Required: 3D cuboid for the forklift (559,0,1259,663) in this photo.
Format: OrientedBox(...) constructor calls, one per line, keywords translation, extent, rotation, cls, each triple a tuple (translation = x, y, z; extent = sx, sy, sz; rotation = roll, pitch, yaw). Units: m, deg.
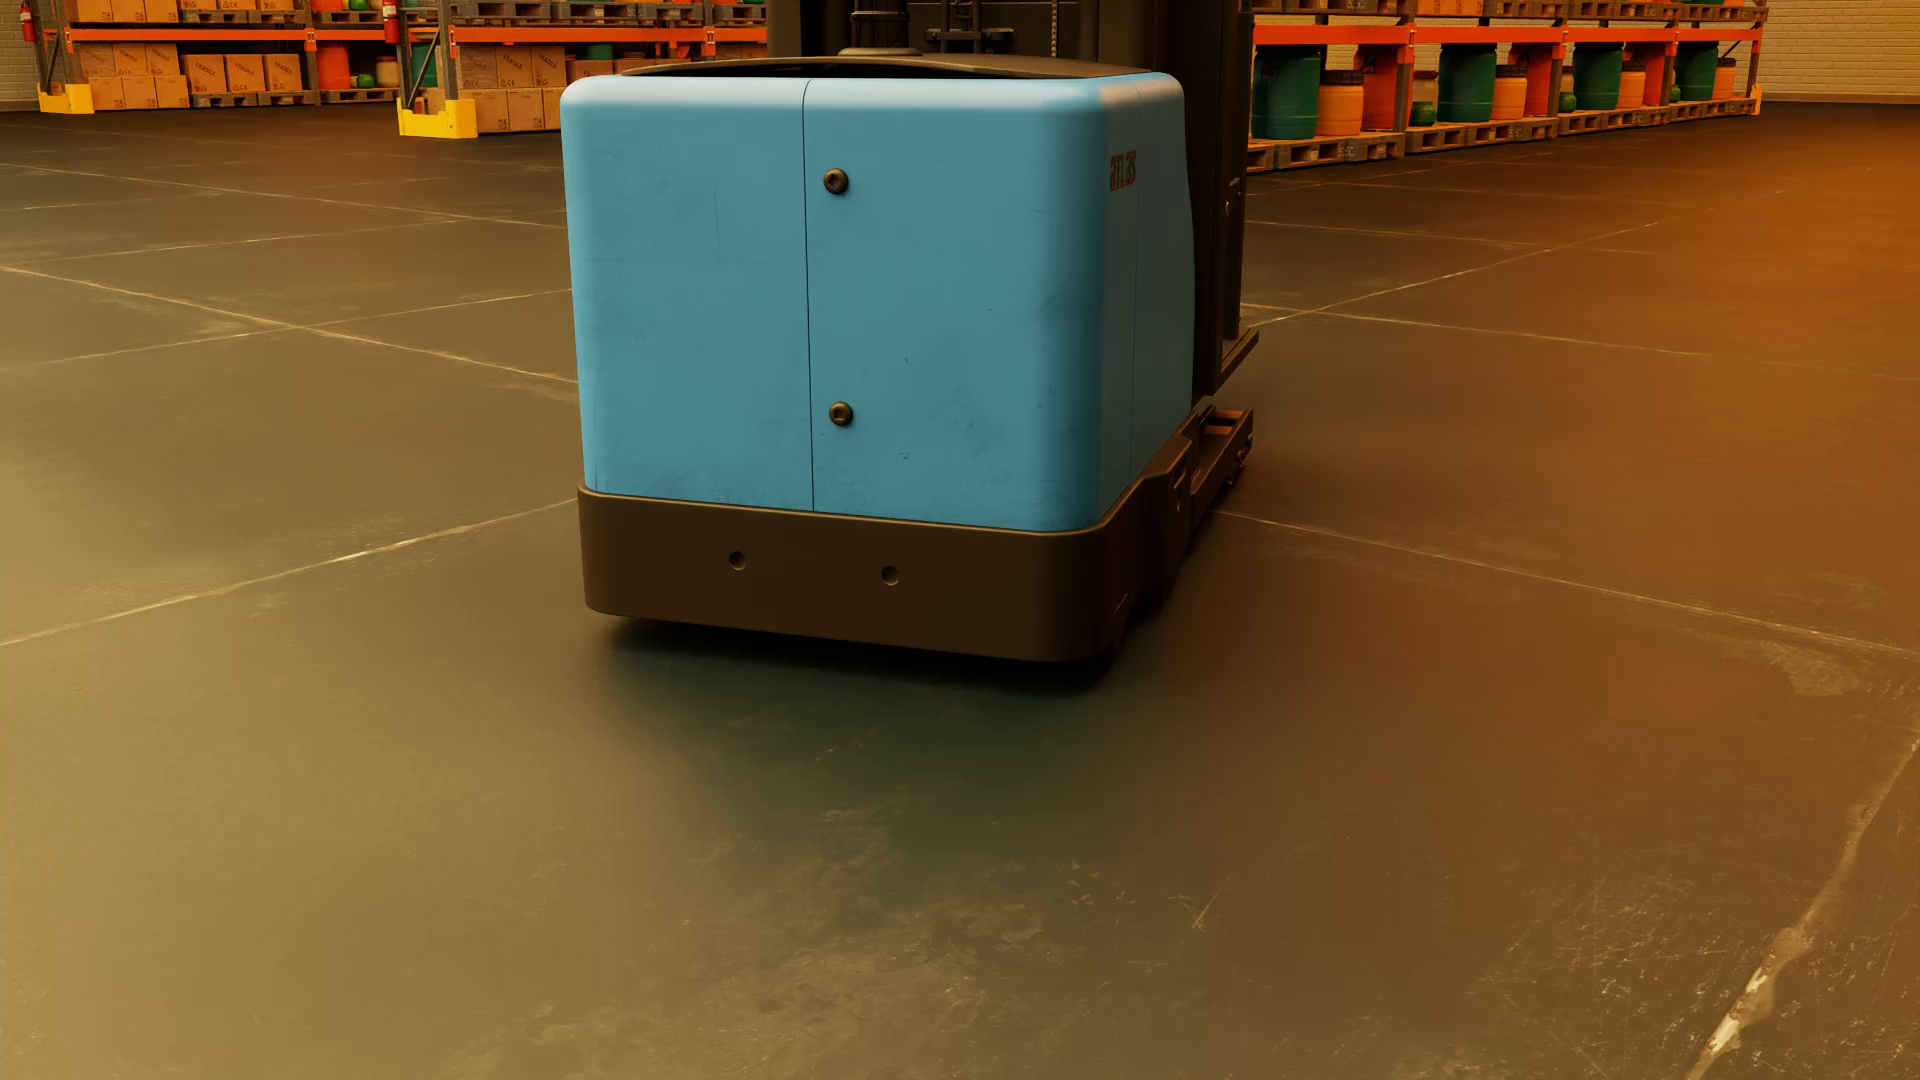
OrientedBox(translation=(0.182, -1.571, 4.072), extent=(1.130, 2.935, 3.031), rotation=(5, 18, 17), cls="forklift")
